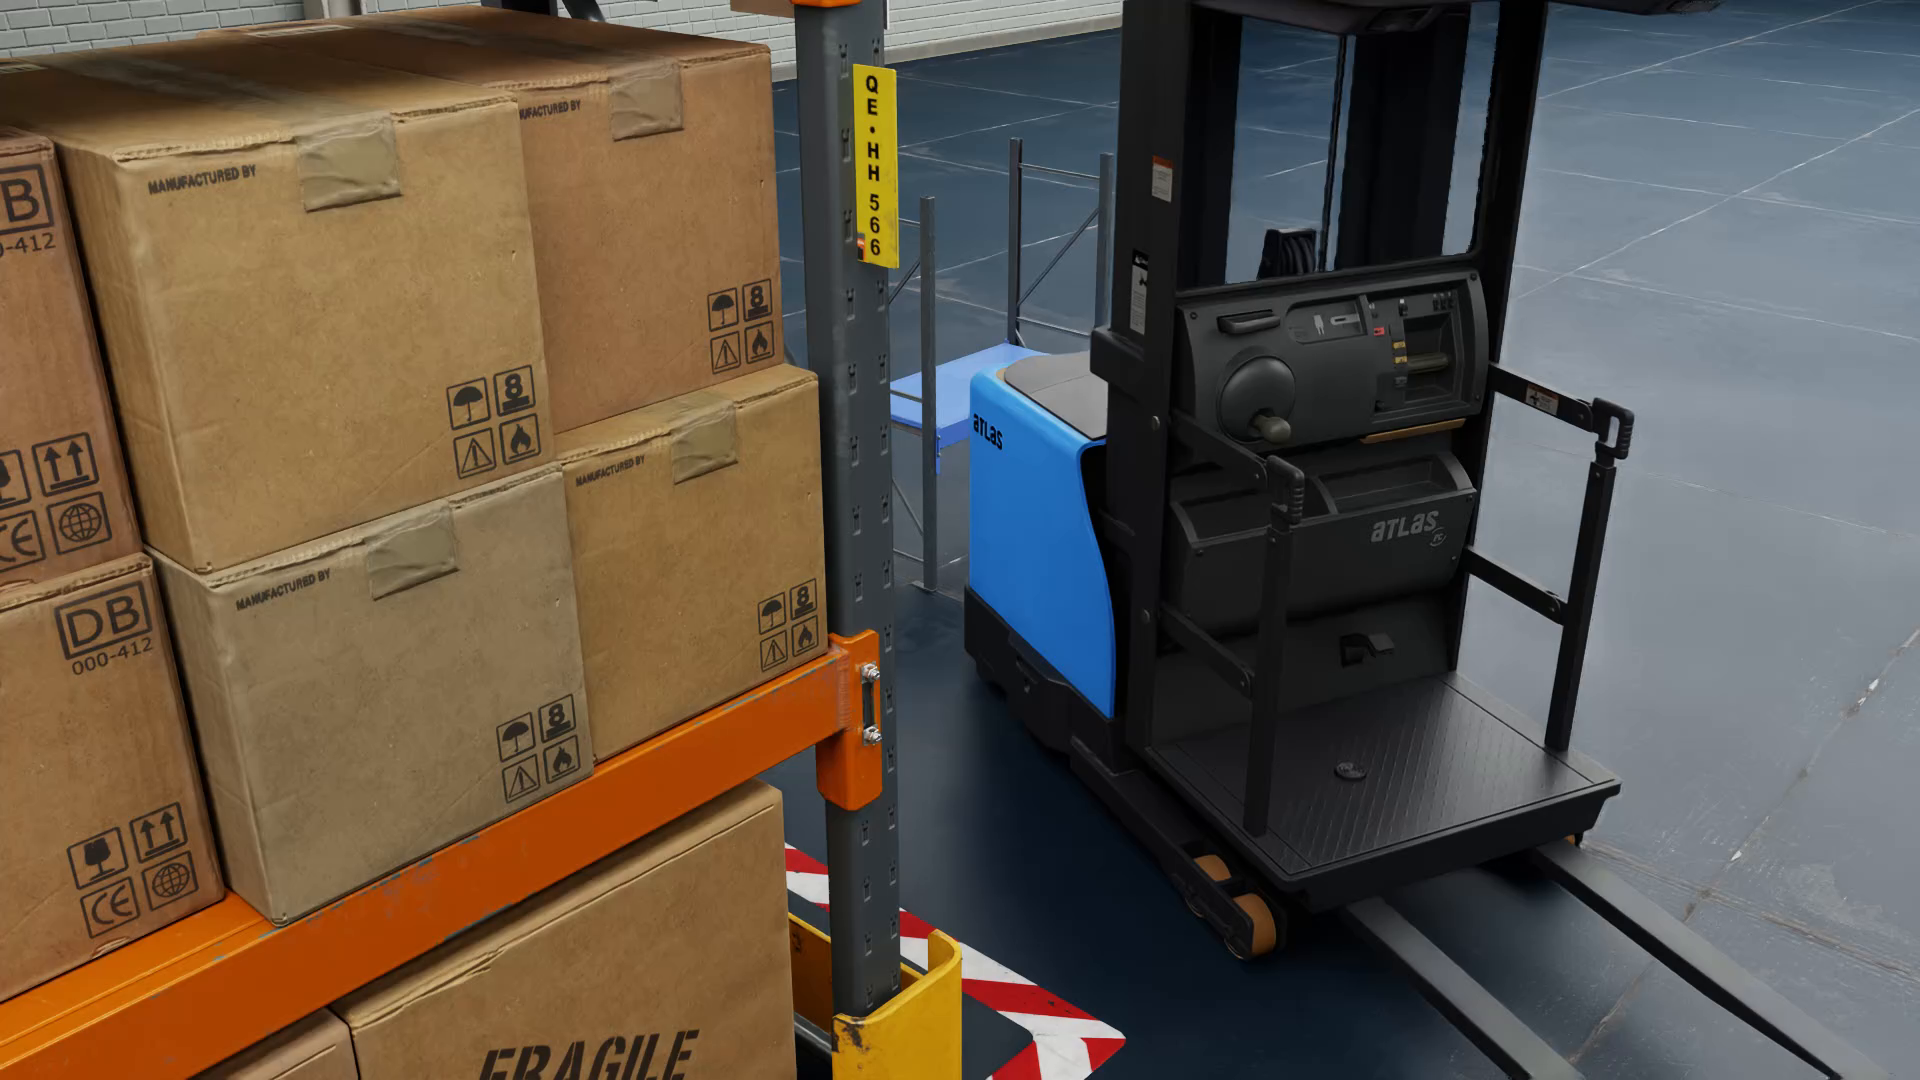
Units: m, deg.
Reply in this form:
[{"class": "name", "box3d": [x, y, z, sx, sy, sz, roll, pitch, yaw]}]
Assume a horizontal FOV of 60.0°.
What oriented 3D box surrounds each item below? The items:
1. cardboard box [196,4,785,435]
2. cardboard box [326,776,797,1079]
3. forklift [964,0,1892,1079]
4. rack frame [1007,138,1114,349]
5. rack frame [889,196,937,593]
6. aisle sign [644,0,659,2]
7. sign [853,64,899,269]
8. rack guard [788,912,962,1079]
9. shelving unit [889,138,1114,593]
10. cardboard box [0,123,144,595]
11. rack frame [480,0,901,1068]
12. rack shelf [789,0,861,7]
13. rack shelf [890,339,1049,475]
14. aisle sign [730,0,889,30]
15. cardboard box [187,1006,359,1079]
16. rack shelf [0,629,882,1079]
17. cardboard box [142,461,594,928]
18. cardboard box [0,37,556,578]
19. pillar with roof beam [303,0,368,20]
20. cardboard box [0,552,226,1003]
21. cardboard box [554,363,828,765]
[{"class": "cardboard box", "box3d": [-0.812, -0.591, 2.898, 0.875, 0.550, 0.550, 20, 31, 38]}, {"class": "cardboard box", "box3d": [-0.939, 0.871, 3.226, 0.875, 0.875, 0.875, 20, 31, 38]}, {"class": "forklift", "box3d": [1.086, -0.451, 4.174, 1.130, 2.935, 3.031, -11, 26, -22]}, {"class": "rack frame", "box3d": [0.396, -0.865, 6.847, 0.500, 1.500, 0.032, 20, 31, 38]}, {"class": "rack frame", "box3d": [-0.282, -0.555, 6.156, 0.500, 1.500, 0.032, 20, 31, 38]}, {"class": "aisle sign", "box3d": [-0.712, -1.422, 3.077, 0.394, 0.787, 0.004, 20, 31, 38]}, {"class": "sign", "box3d": [-0.141, -0.616, 2.753, 0.100, 0.325, 0.005, 20, 31, 38]}, {"class": "rack guard", "box3d": [-0.520, 1.001, 3.906, 1.175, 0.500, 0.348, 20, 31, 38]}, {"class": "shelving unit", "box3d": [0.057, -0.710, 6.501, 0.538, 1.500, 1.048, 20, 31, 38]}, {"class": "cardboard box", "box3d": [-1.586, -0.264, 2.170, 0.875, 0.550, 0.550, 20, 31, 38]}, {"class": "rack frame", "box3d": [-0.536, -0.132, 3.378, 1.000, 3.000, 0.127, 20, 31, 38]}, {"class": "rack shelf", "box3d": [-1.871, -0.563, 1.552, 1.077, 0.370, 4.000, 20, 31, 38]}, {"class": "rack shelf", "box3d": [0.057, -0.546, 6.575, 0.538, 0.185, 1.000, 20, 31, 38]}, {"class": "aisle sign", "box3d": [-0.265, -1.258, 2.712, 0.394, 0.787, 0.004, 20, 31, 38]}, {"class": "cardboard box", "box3d": [-1.525, 1.139, 2.626, 0.875, 0.875, 0.875, 20, 31, 37]}, {"class": "rack shelf", "box3d": [-1.871, 0.806, 2.166, 1.077, 0.370, 4.000, 20, 31, 38]}, {"class": "cardboard box", "box3d": [-1.100, 0.099, 2.680, 0.875, 0.550, 0.550, 20, 31, 38]}, {"class": "cardboard box", "box3d": [-1.111, -0.398, 2.468, 0.875, 0.550, 0.550, 20, 31, 38]}, {"class": "pillar with roof beam", "box3d": [-1.914, -6.231, 9.648, 9.100, 9.000, 0.400, 20, 31, 38]}, {"class": "cardboard box", "box3d": [-1.568, 0.235, 2.376, 0.875, 0.550, 0.550, 20, 31, 38]}, {"class": "cardboard box", "box3d": [-0.750, -0.075, 3.068, 0.875, 0.550, 0.550, 20, 31, 38]}]
